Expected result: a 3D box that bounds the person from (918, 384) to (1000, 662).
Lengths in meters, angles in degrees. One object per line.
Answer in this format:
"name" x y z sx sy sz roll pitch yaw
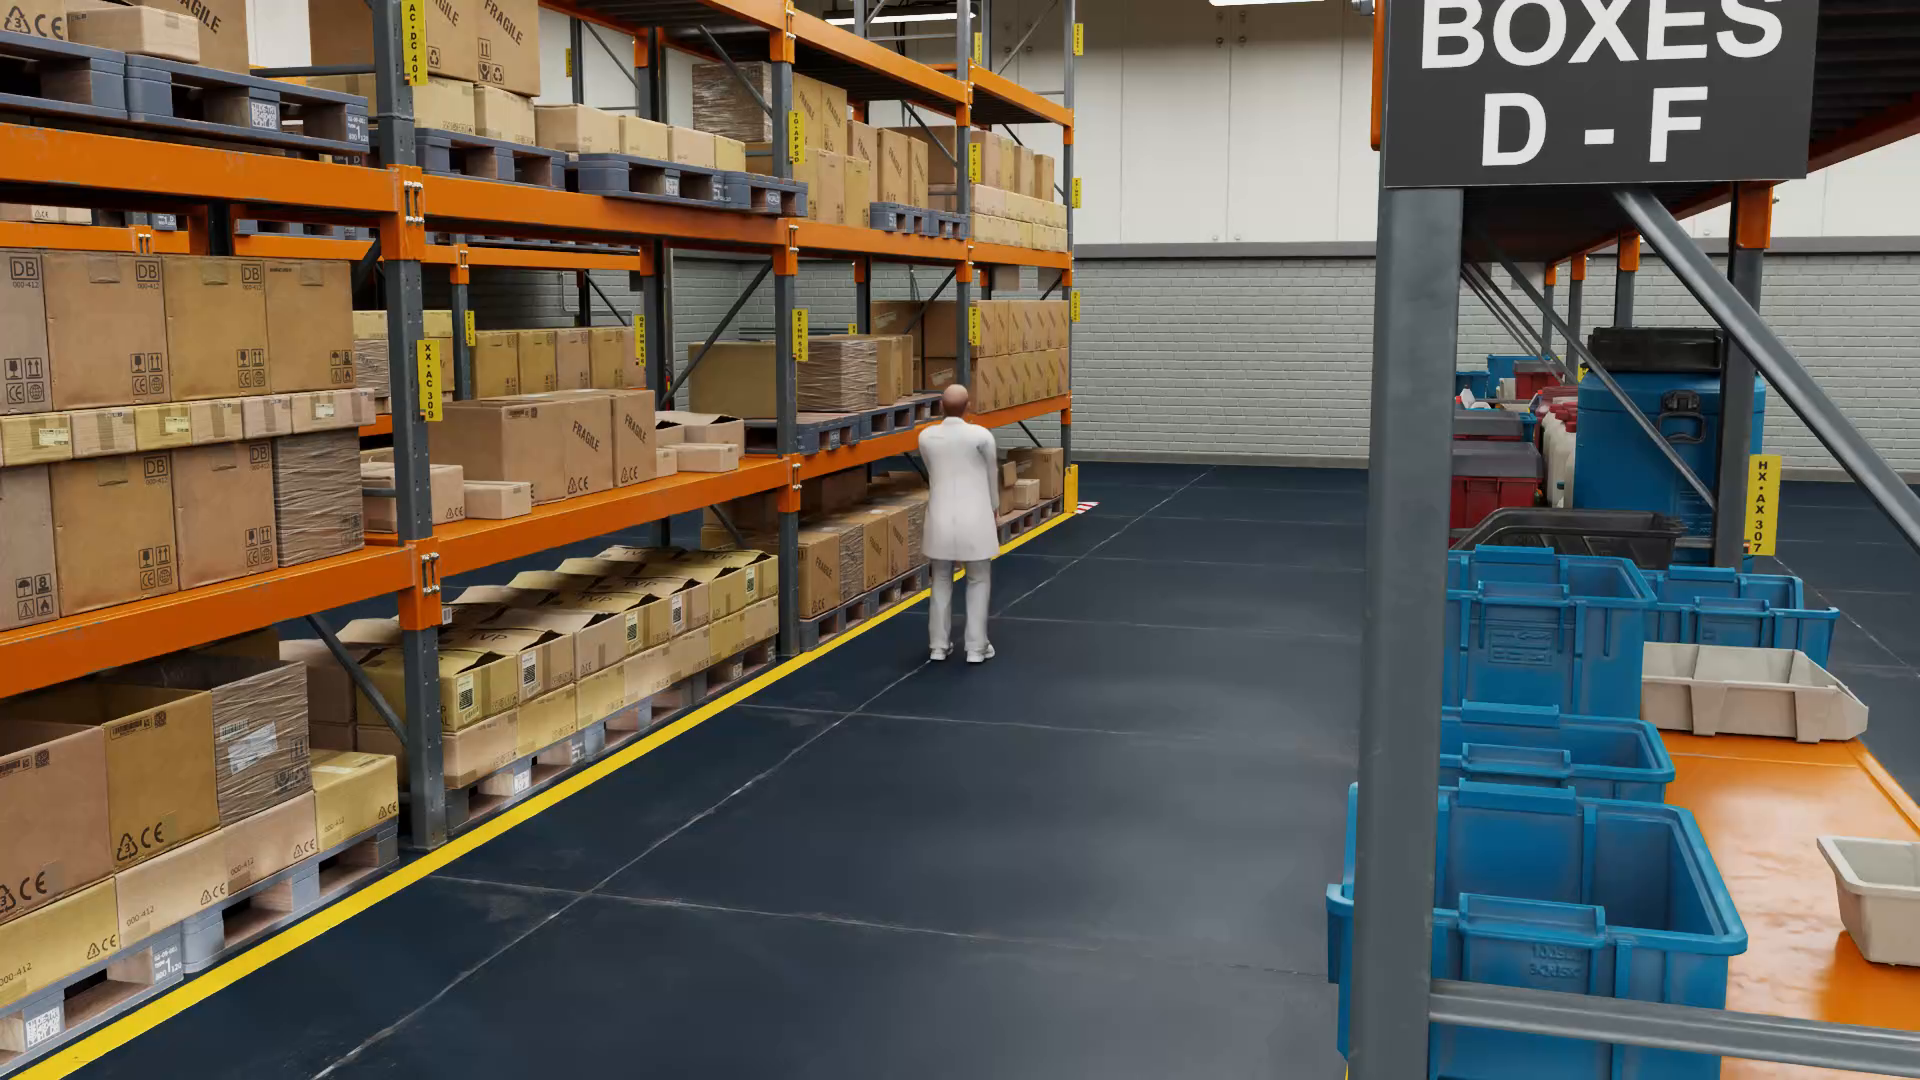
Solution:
"person" 0.022 -0.124 10.756 0.526 1.780 0.556 2 8 16
